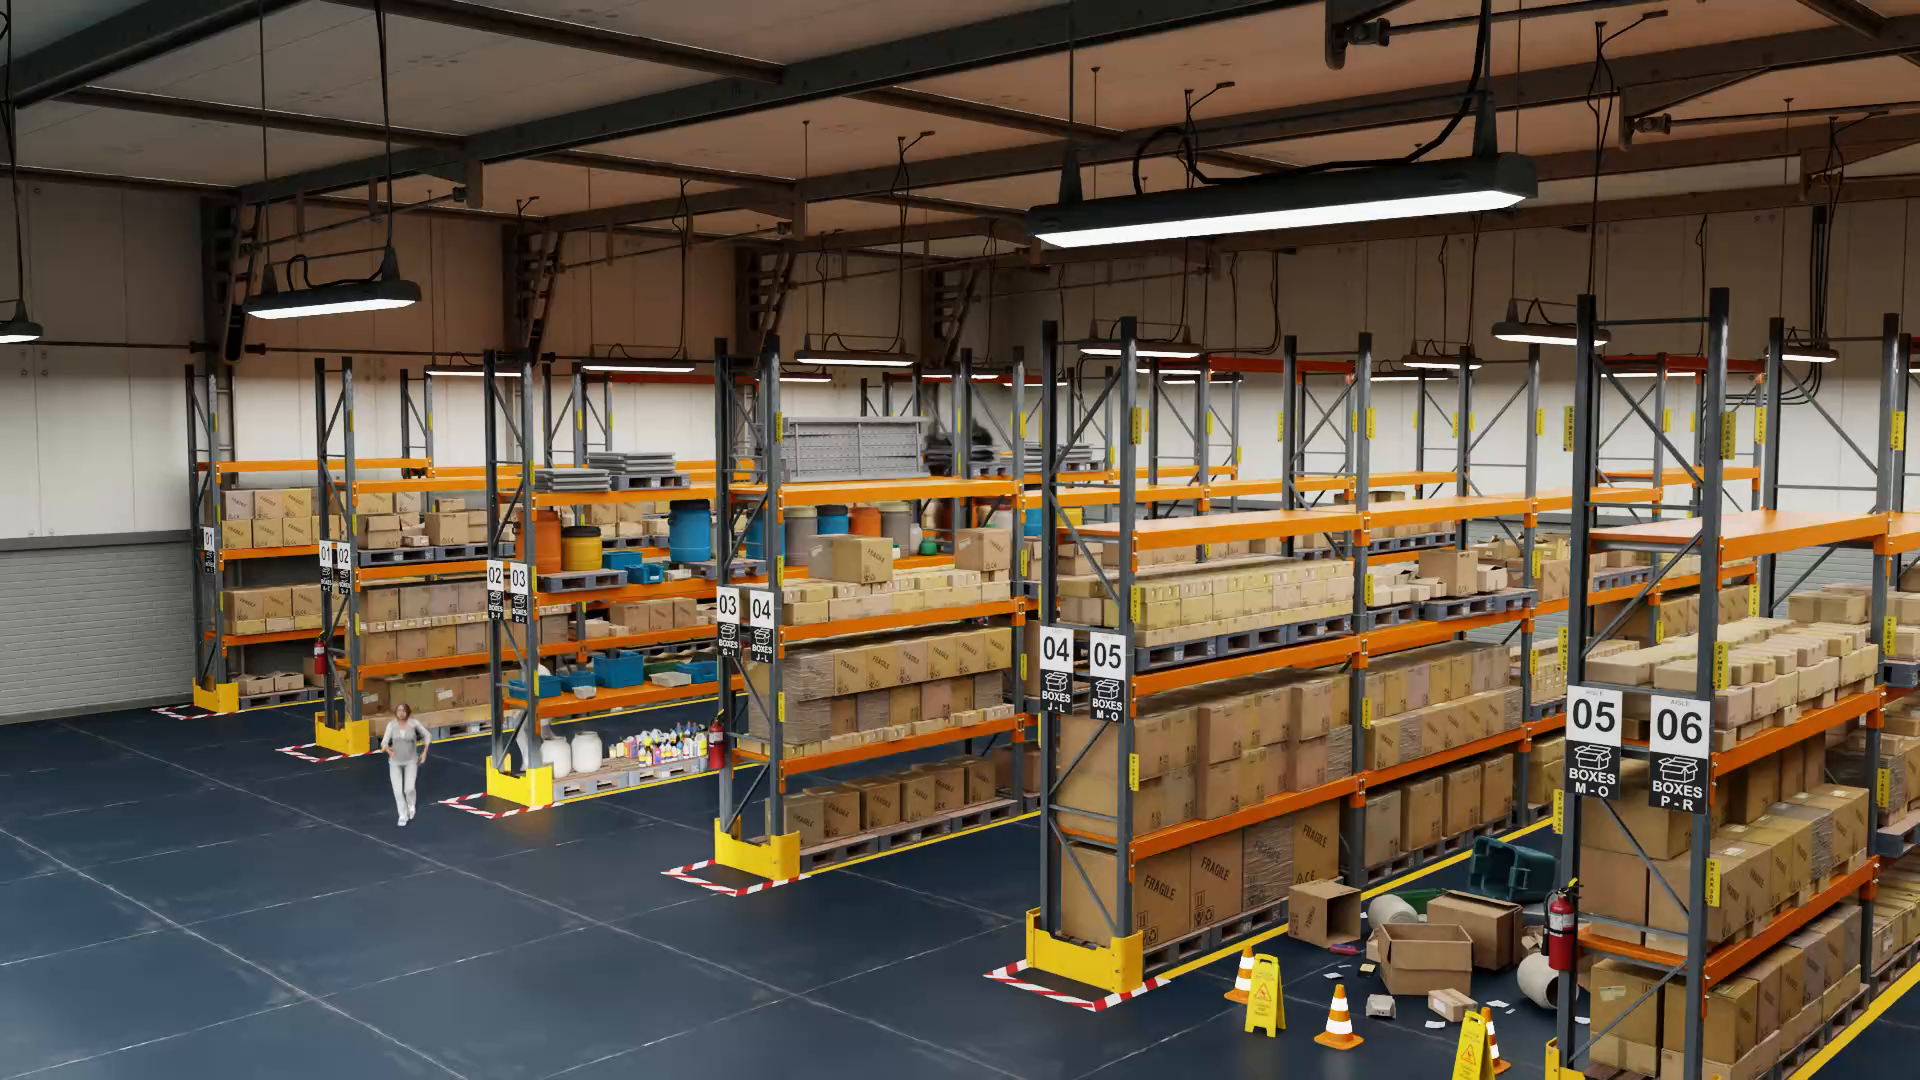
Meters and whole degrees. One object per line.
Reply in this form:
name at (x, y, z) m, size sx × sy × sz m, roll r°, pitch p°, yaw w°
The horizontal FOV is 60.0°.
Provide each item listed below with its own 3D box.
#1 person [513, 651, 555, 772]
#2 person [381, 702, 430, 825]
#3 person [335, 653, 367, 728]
person at (-6.136, 2.454, 24.083) m, size 0.613 × 1.814 × 0.909 m, roll 2°, pitch 5°, yaw 29°
person at (-6.927, 2.798, 20.775) m, size 0.579 × 1.564 × 0.556 m, roll -1°, pitch 4°, yaw -12°
person at (-9.905, 2.187, 27.416) m, size 0.721 × 1.750 × 0.958 m, roll 4°, pitch 6°, yaw 40°
